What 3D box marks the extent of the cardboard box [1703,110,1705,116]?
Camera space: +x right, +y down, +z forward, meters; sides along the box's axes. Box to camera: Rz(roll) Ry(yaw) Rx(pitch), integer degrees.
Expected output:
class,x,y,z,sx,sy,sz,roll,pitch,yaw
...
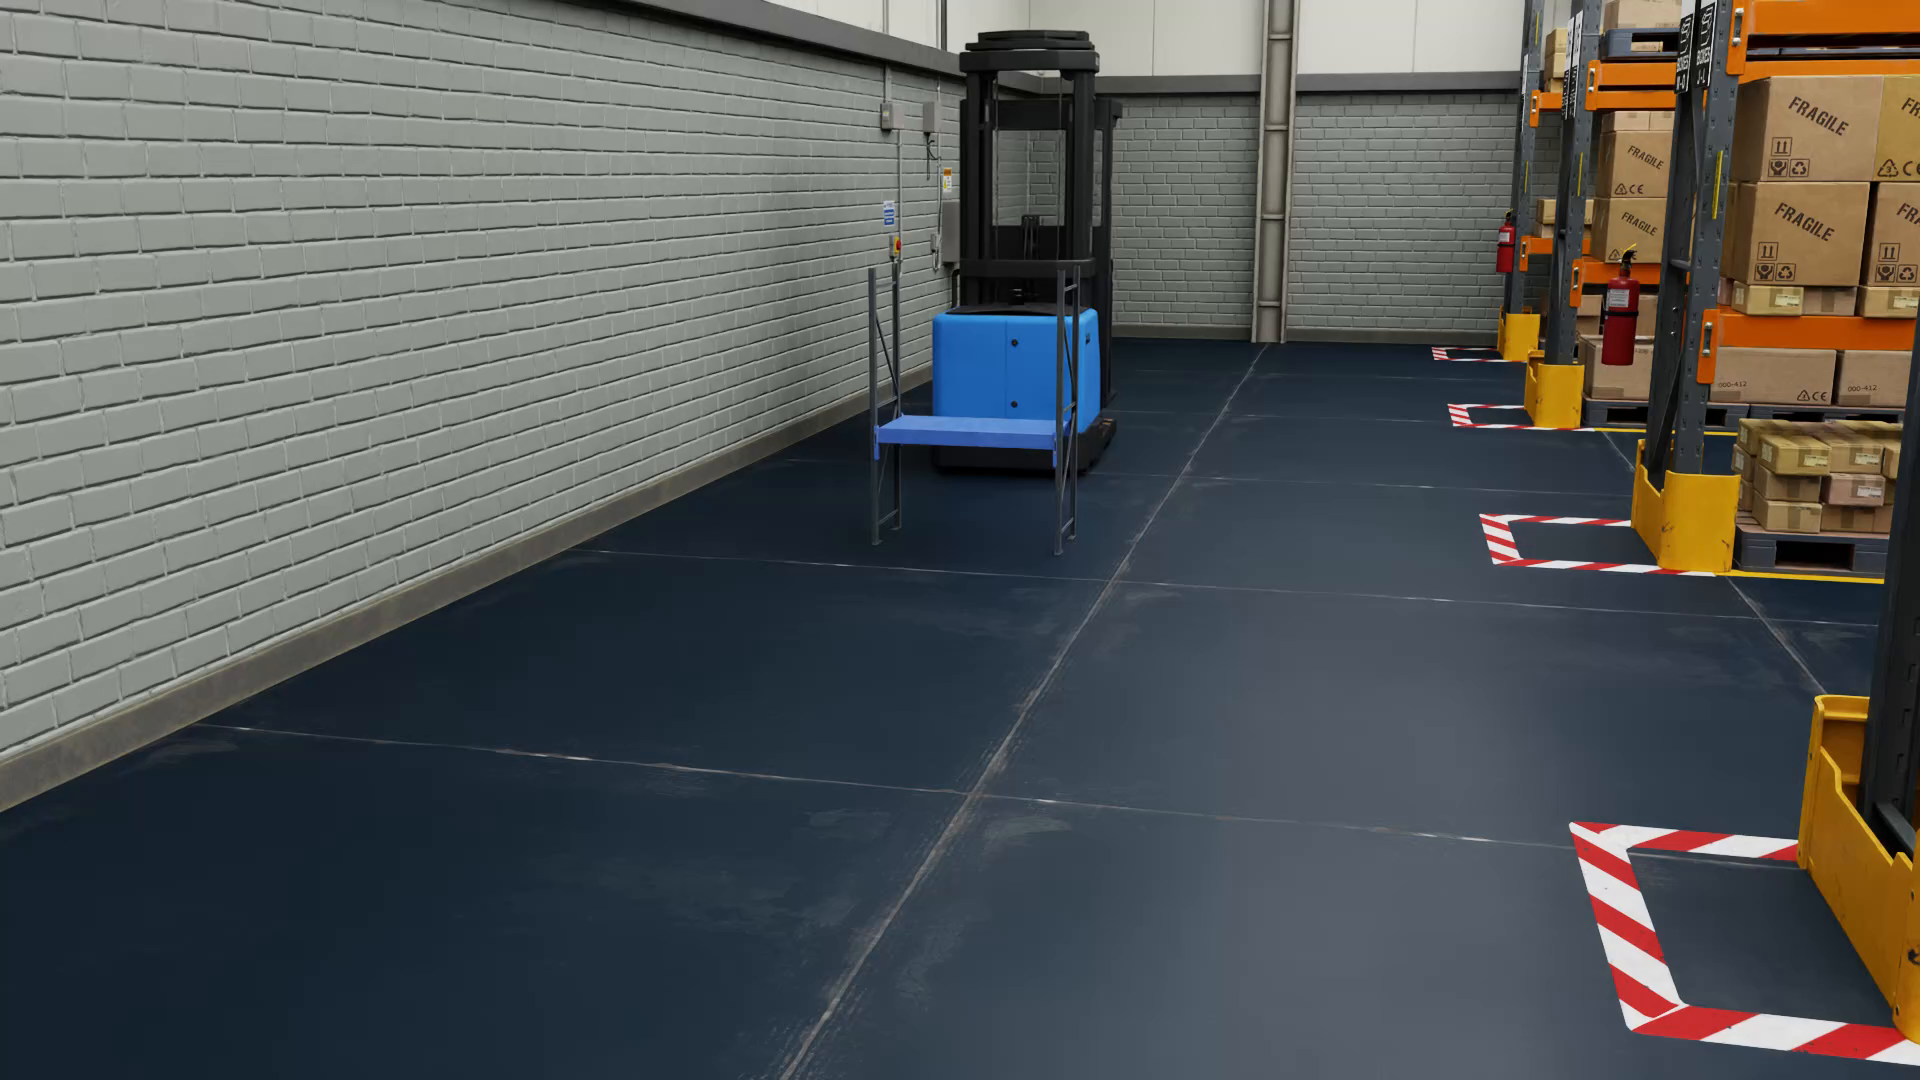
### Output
class,x,y,z,sx,sy,sz,roll,pitch,yaw
cardboard box,5.699,-3.217,12.769,0.250,0.149,0.380,3,13,15

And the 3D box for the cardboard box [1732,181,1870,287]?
class,x,y,z,sx,sy,sz,roll,pitch,yaw
cardboard box,4.206,-1.542,8.342,0.500,0.500,0.500,4,13,16

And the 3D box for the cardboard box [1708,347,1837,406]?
class,x,y,z,sx,sy,sz,roll,pitch,yaw
cardboard box,6.479,-1.371,13.434,0.875,0.438,0.875,3,13,15

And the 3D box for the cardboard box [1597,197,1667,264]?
class,x,y,z,sx,sy,sz,roll,pitch,yaw
cardboard box,5.321,-2.439,13.072,0.500,0.500,0.500,3,13,13

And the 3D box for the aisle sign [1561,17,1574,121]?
class,x,y,z,sx,sy,sz,roll,pitch,yaw
aisle sign,4.928,-3.814,13.497,0.004,0.787,0.394,3,13,14

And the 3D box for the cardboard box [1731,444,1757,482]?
class,x,y,z,sx,sy,sz,roll,pitch,yaw
cardboard box,4.417,-0.421,9.130,0.250,0.149,0.380,3,13,12

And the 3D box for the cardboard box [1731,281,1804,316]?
class,x,y,z,sx,sy,sz,roll,pitch,yaw
cardboard box,4.072,-1.221,8.393,0.250,0.149,0.380,3,13,13

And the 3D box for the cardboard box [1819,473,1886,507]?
class,x,y,z,sx,sy,sz,roll,pitch,yaw
cardboard box,4.536,-0.281,8.500,0.250,0.149,0.380,3,13,13

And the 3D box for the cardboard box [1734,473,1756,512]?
class,x,y,z,sx,sy,sz,roll,pitch,yaw
cardboard box,4.397,-0.259,9.090,0.250,0.149,0.380,3,13,14

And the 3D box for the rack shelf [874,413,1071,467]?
class,x,y,z,sx,sy,sz,roll,pitch,yaw
rack shelf,0.083,-0.552,9.090,1.000,0.185,0.538,3,13,14

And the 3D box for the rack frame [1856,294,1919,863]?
class,x,y,z,sx,sy,sz,roll,pitch,yaw
rack frame,2.550,-0.392,4.075,0.127,3.000,1.000,3,13,14

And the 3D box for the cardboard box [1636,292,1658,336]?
class,x,y,z,sx,sy,sz,roll,pitch,yaw
cardboard box,7.501,-2.400,17.929,0.500,0.500,0.700,4,13,16

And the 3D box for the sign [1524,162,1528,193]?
class,x,y,z,sx,sy,sz,roll,pitch,yaw
sign,5.980,-3.828,17.565,0.005,0.325,0.100,3,13,14

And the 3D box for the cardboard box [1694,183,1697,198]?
class,x,y,z,sx,sy,sz,roll,pitch,yaw
cardboard box,5.825,-2.903,12.852,0.500,0.500,0.500,3,13,12

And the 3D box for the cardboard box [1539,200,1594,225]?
class,x,y,z,sx,sy,sz,roll,pitch,yaw
cardboard box,6.486,-3.512,17.796,0.500,0.250,0.500,3,13,14

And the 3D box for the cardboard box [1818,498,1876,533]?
class,x,y,z,sx,sy,sz,roll,pitch,yaw
cardboard box,4.542,-0.152,8.606,0.250,0.149,0.380,3,13,13

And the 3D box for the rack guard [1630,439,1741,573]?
class,x,y,z,sx,sy,sz,roll,pitch,yaw
rack guard,3.910,-0.205,9.005,0.348,0.500,1.175,3,13,14

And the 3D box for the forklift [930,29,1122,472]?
class,x,y,z,sx,sy,sz,roll,pitch,yaw
forklift,0.584,-2.156,12.183,1.130,2.935,3.031,2,13,11

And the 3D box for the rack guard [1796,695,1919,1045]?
class,x,y,z,sx,sy,sz,roll,pitch,yaw
rack guard,2.526,0.827,4.351,0.348,0.500,1.175,3,13,14

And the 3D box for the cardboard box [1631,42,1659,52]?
class,x,y,z,sx,sy,sz,roll,pitch,yaw
cardboard box,6.969,-5.194,17.299,0.500,0.250,0.500,3,13,13

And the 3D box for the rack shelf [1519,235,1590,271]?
class,x,y,z,sx,sy,sz,roll,pitch,yaw
rack shelf,8.051,-3.065,17.783,4.000,0.370,1.077,3,13,14

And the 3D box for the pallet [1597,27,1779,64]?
class,x,y,z,sx,sy,sz,roll,pitch,yaw
pallet,5.647,-3.861,12.989,1.213,0.211,1.003,3,13,14

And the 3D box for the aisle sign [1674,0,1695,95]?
class,x,y,z,sx,sy,sz,roll,pitch,yaw
aisle sign,3.837,-2.766,8.772,0.004,0.787,0.394,3,13,14

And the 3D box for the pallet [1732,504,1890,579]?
class,x,y,z,sx,sy,sz,roll,pitch,yaw
pallet,4.690,-0.015,8.813,1.213,0.211,1.003,3,13,14

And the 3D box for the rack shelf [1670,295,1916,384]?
class,x,y,z,sx,sy,sz,roll,pitch,yaw
rack shelf,5.778,-0.975,8.362,4.000,0.370,1.077,3,13,14

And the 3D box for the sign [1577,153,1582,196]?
class,x,y,z,sx,sy,sz,roll,pitch,yaw
sign,4.785,-2.821,12.841,0.005,0.325,0.100,3,13,14

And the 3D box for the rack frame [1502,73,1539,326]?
class,x,y,z,sx,sy,sz,roll,pitch,yaw
rack frame,6.110,-3.520,18.173,0.127,3.000,1.000,3,13,14

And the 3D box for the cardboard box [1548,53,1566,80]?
class,x,y,z,sx,sy,sz,roll,pitch,yaw
cardboard box,6.475,-4.976,17.469,0.500,0.250,0.500,3,13,13

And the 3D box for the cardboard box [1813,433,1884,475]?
class,x,y,z,sx,sy,sz,roll,pitch,yaw
cardboard box,4.560,-0.446,8.556,0.250,0.149,0.380,3,13,15

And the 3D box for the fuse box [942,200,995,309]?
class,x,y,z,sx,sy,sz,roll,pitch,yaw
fuse box,0.089,-2.569,16.861,0.414,1.711,0.539,3,13,14

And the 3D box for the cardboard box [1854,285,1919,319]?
class,x,y,z,sx,sy,sz,roll,pitch,yaw
cardboard box,4.577,-1.192,8.259,0.250,0.149,0.380,3,13,12

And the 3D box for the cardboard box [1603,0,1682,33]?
class,x,y,z,sx,sy,sz,roll,pitch,yaw
cardboard box,5.382,-4.116,13.083,0.500,0.250,0.500,2,13,8

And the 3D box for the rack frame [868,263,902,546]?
class,x,y,z,sx,sy,sz,roll,pitch,yaw
rack frame,-0.411,-0.754,9.170,0.032,1.500,0.500,3,13,14

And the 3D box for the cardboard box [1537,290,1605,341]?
class,x,y,z,sx,sy,sz,roll,pitch,yaw
cardboard box,6.681,-2.454,18.165,0.637,0.503,0.797,3,13,11

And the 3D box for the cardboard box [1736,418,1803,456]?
class,x,y,z,sx,sy,sz,roll,pitch,yaw
cardboard box,4.411,-0.559,9.067,0.250,0.149,0.380,3,13,14

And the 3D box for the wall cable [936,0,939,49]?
class,x,y,z,sx,sy,sz,roll,pitch,yaw
wall cable,-0.483,-5.799,14.593,0.029,3.000,2.355,3,13,14

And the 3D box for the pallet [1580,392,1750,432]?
class,x,y,z,sx,sy,sz,roll,pitch,yaw
pallet,5.719,-1.089,13.657,1.213,0.211,1.003,3,13,14

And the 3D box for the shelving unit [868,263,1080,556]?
class,x,y,z,sx,sy,sz,roll,pitch,yaw
shelving unit,0.083,-0.728,9.051,1.048,1.500,0.538,3,13,14

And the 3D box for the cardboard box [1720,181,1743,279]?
class,x,y,z,sx,sy,sz,roll,pitch,yaw
cardboard box,4.334,-1.654,8.848,0.500,0.500,0.500,3,13,15

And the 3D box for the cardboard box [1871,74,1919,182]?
class,x,y,z,sx,sy,sz,roll,pitch,yaw
cardboard box,4.700,-2.008,8.132,0.500,0.500,0.500,3,13,15

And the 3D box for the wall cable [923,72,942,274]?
class,x,y,z,sx,sy,sz,roll,pitch,yaw
wall cable,-0.228,-3.558,16.001,0.122,1.984,0.588,3,13,14

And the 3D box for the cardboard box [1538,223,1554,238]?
class,x,y,z,sx,sy,sz,roll,pitch,yaw
cardboard box,6.363,-3.322,17.863,0.250,0.149,0.380,3,13,13

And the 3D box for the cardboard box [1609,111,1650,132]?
class,x,y,z,sx,sy,sz,roll,pitch,yaw
cardboard box,5.202,-3.253,12.933,0.250,0.149,0.380,3,13,15

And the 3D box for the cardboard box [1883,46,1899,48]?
class,x,y,z,sx,sy,sz,roll,pitch,yaw
cardboard box,9.445,-5.068,16.732,0.500,0.250,0.500,3,13,14

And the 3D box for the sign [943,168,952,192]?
class,x,y,z,sx,sy,sz,roll,pitch,yaw
sign,-0.126,-3.600,16.628,0.001,0.242,0.339,3,13,14

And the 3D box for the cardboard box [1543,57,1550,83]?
class,x,y,z,sx,sy,sz,roll,pitch,yaw
cardboard box,6.607,-5.090,17.986,0.500,0.250,0.500,3,13,13

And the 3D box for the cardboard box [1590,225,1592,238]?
class,x,y,z,sx,sy,sz,roll,pitch,yaw
cardboard box,6.884,-3.313,17.819,0.250,0.149,0.380,3,13,13

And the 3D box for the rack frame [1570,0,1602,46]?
class,x,y,z,sx,sy,sz,roll,pitch,yaw
rack frame,4.924,-5.405,12.818,0.127,3.000,1.000,3,13,14

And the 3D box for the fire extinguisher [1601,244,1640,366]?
class,x,y,z,sx,sy,sz,roll,pitch,yaw
fire extinguisher,3.702,-1.320,9.297,0.183,0.674,0.296,3,13,14

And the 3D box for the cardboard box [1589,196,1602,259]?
class,x,y,z,sx,sy,sz,roll,pitch,yaw
cardboard box,5.456,-2.555,13.595,0.500,0.500,0.500,3,13,14

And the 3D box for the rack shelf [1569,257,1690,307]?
class,x,y,z,sx,sy,sz,roll,pitch,yaw
rack shelf,6.866,-2.021,13.078,4.000,0.370,1.077,3,13,14

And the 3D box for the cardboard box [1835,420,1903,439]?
class,x,y,z,sx,sy,sz,roll,pitch,yaw
cardboard box,4.923,-0.547,9.014,0.250,0.149,0.380,3,13,12

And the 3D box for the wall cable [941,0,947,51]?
class,x,y,z,sx,sy,sz,roll,pitch,yaw
wall cable,0.221,-6.401,17.221,0.133,3.039,2.988,3,13,14
